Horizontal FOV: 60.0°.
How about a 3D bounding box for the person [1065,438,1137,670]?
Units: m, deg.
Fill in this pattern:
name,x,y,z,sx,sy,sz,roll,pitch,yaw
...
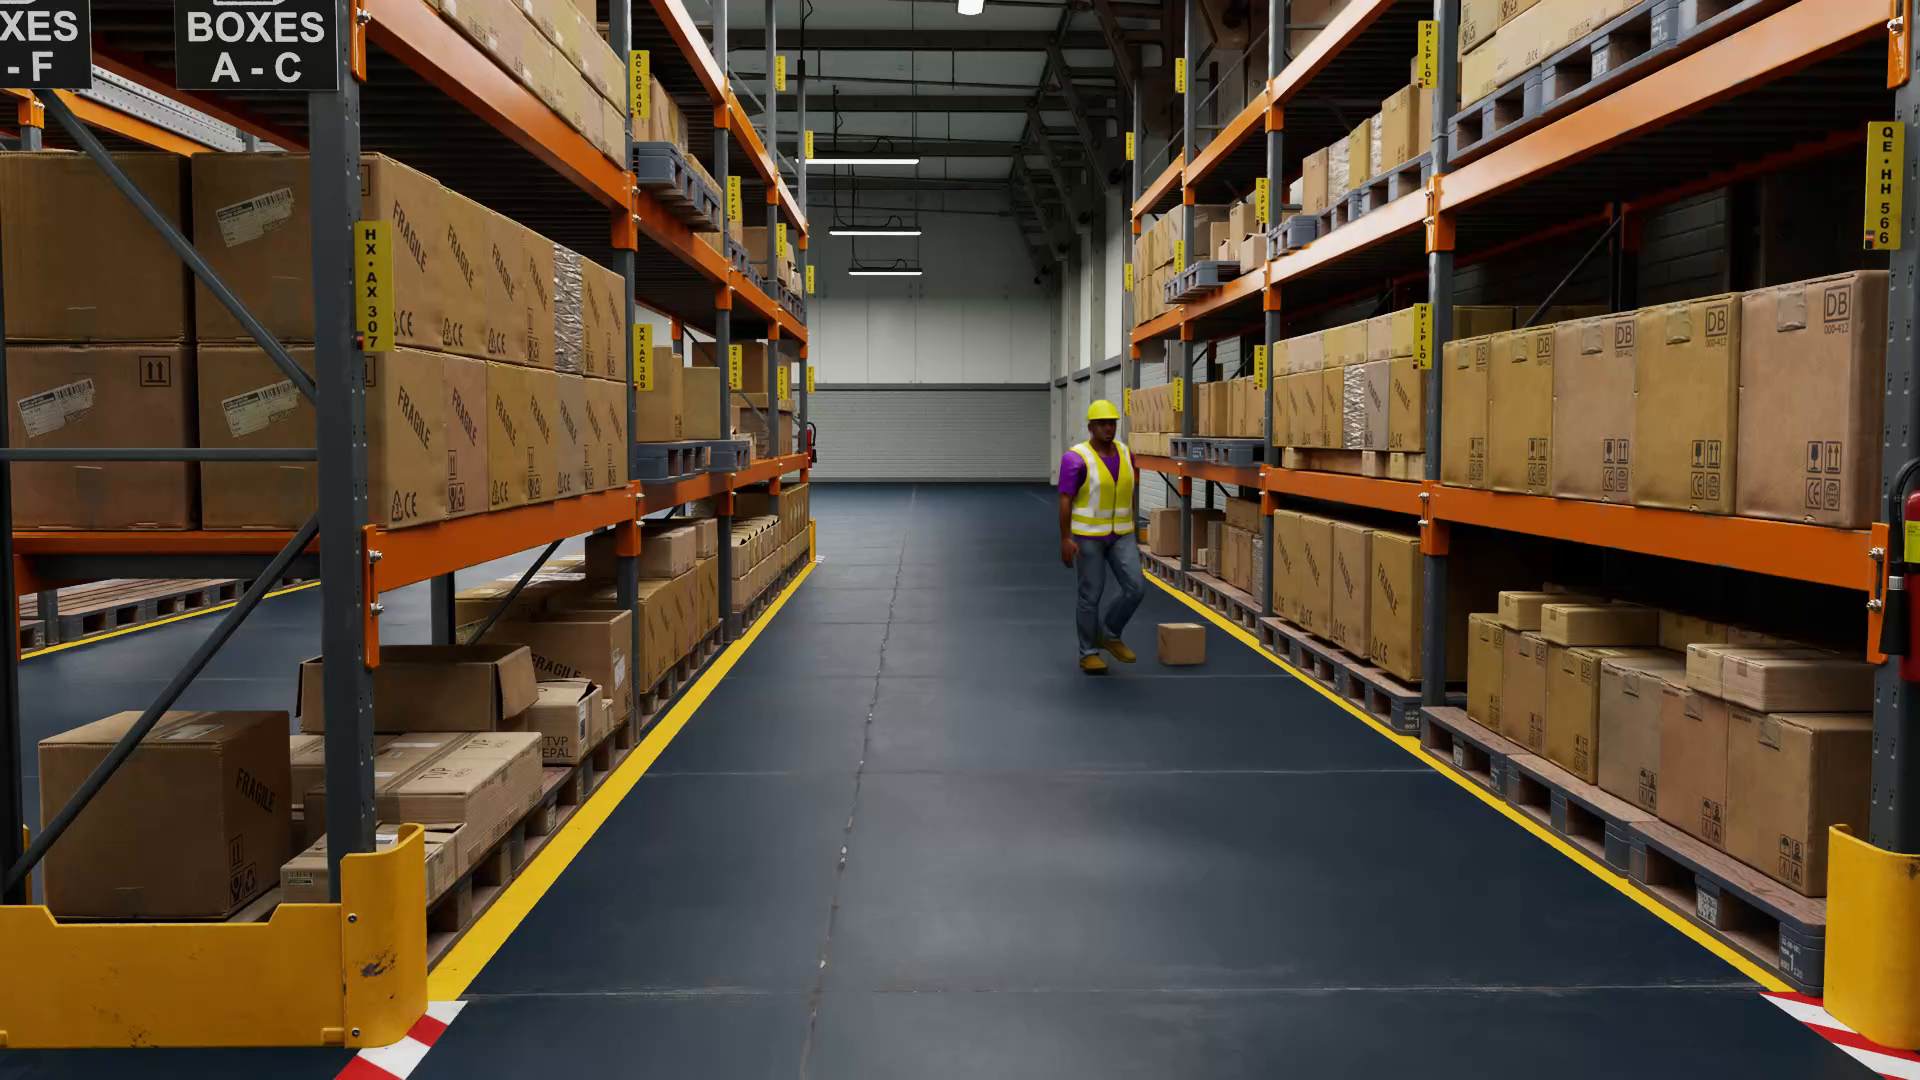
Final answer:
name,x,y,z,sx,sy,sz,roll,pitch,yaw
person,-7.940,-1.038,15.324,13.035,3.171,16.029,-2,4,-24
